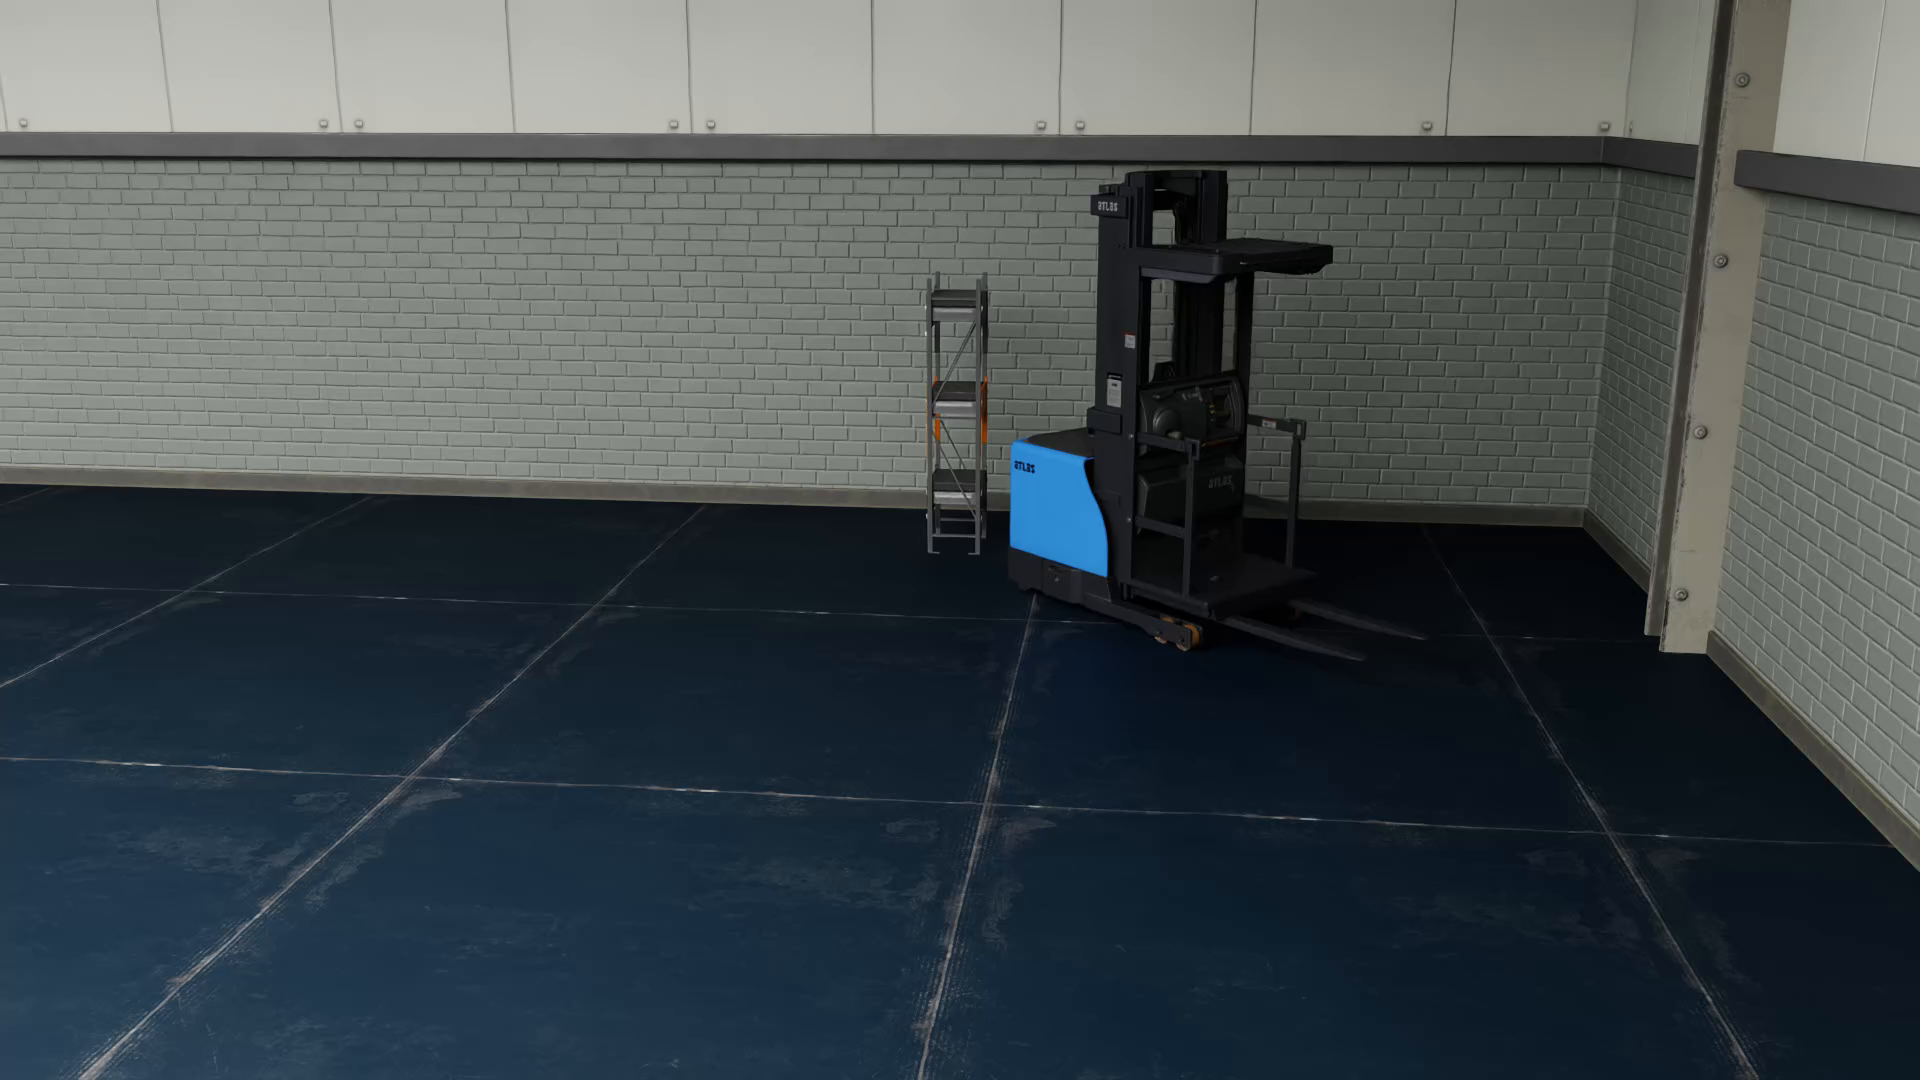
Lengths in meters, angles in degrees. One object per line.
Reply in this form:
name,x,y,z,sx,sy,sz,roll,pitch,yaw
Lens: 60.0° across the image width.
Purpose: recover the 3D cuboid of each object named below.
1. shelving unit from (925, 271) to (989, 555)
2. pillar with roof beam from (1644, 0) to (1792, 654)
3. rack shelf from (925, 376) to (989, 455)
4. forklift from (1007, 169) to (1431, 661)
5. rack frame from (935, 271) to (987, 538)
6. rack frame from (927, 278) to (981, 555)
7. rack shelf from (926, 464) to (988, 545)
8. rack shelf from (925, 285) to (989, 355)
shelving unit,-0.019,-0.971,12.729,0.431,2.100,0.503,2,15,6
pillar with roof beam,0.342,-3.808,10.007,9.100,9.000,0.400,2,15,6
rack shelf,-0.019,-0.958,12.733,0.431,0.518,0.480,2,15,6
forklift,1.655,-0.858,10.721,1.130,2.935,3.031,-12,19,-37
rack frame,0.009,-1.034,12.963,0.400,2.100,0.015,2,15,6
rack frame,-0.046,-0.907,12.495,0.400,2.100,0.015,2,15,6
rack shelf,-0.019,-0.282,12.916,0.431,0.518,0.480,2,15,6
rack shelf,-0.019,-1.633,12.550,0.431,0.518,0.480,2,15,6
